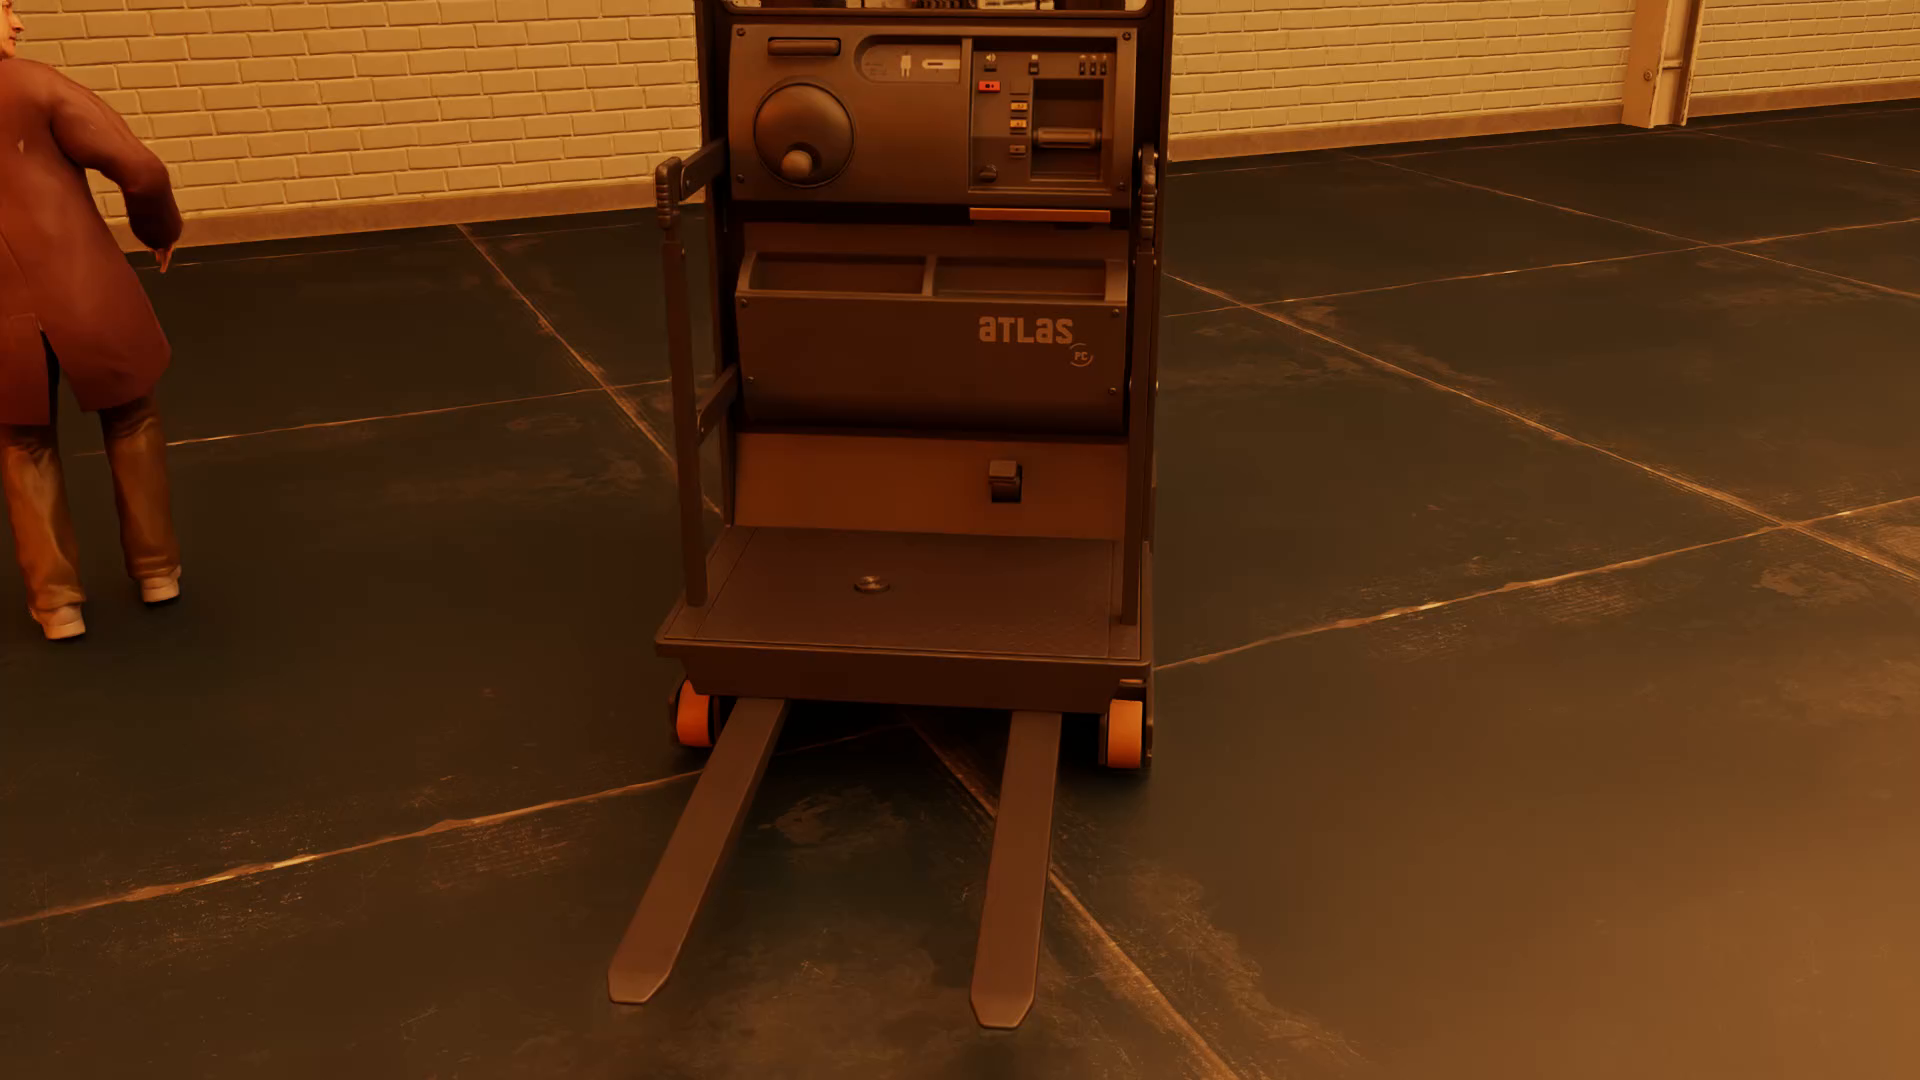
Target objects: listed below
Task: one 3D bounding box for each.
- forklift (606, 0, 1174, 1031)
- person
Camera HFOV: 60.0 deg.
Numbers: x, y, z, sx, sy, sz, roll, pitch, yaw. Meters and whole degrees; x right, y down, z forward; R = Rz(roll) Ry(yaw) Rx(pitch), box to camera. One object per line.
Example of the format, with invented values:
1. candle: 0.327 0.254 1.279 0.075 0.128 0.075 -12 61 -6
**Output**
1. forklift: -0.086 -0.960 3.598 1.130 2.935 3.031 2 23 5
2. person: -2.423 -0.611 4.356 0.808 1.733 0.548 -6 23 -14
